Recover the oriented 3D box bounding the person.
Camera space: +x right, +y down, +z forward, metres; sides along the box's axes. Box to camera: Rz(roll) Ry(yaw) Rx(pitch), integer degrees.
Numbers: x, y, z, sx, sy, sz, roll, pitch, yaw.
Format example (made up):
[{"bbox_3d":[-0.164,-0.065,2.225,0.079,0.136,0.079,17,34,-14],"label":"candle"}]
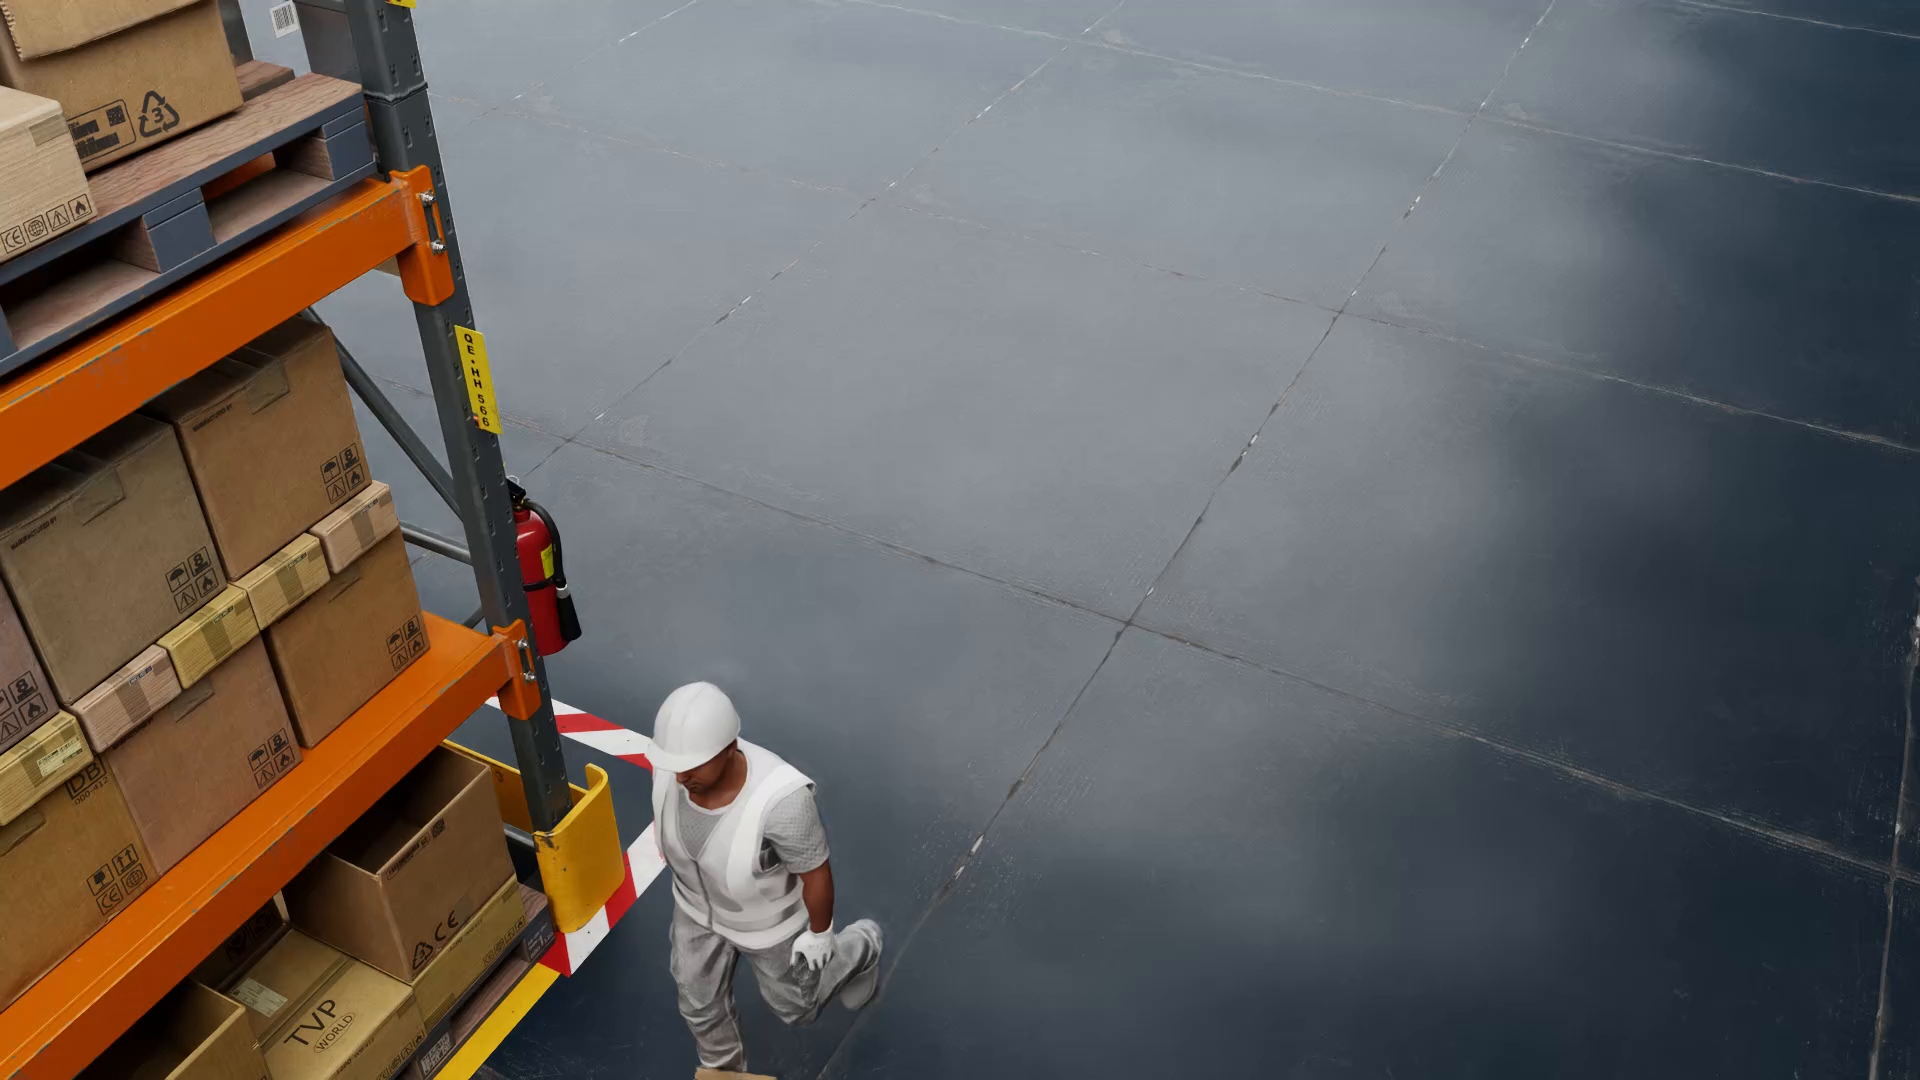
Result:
[{"bbox_3d":[-0.564,1.004,4.832,0.561,1.760,0.872,19,42,23],"label":"person"}]
